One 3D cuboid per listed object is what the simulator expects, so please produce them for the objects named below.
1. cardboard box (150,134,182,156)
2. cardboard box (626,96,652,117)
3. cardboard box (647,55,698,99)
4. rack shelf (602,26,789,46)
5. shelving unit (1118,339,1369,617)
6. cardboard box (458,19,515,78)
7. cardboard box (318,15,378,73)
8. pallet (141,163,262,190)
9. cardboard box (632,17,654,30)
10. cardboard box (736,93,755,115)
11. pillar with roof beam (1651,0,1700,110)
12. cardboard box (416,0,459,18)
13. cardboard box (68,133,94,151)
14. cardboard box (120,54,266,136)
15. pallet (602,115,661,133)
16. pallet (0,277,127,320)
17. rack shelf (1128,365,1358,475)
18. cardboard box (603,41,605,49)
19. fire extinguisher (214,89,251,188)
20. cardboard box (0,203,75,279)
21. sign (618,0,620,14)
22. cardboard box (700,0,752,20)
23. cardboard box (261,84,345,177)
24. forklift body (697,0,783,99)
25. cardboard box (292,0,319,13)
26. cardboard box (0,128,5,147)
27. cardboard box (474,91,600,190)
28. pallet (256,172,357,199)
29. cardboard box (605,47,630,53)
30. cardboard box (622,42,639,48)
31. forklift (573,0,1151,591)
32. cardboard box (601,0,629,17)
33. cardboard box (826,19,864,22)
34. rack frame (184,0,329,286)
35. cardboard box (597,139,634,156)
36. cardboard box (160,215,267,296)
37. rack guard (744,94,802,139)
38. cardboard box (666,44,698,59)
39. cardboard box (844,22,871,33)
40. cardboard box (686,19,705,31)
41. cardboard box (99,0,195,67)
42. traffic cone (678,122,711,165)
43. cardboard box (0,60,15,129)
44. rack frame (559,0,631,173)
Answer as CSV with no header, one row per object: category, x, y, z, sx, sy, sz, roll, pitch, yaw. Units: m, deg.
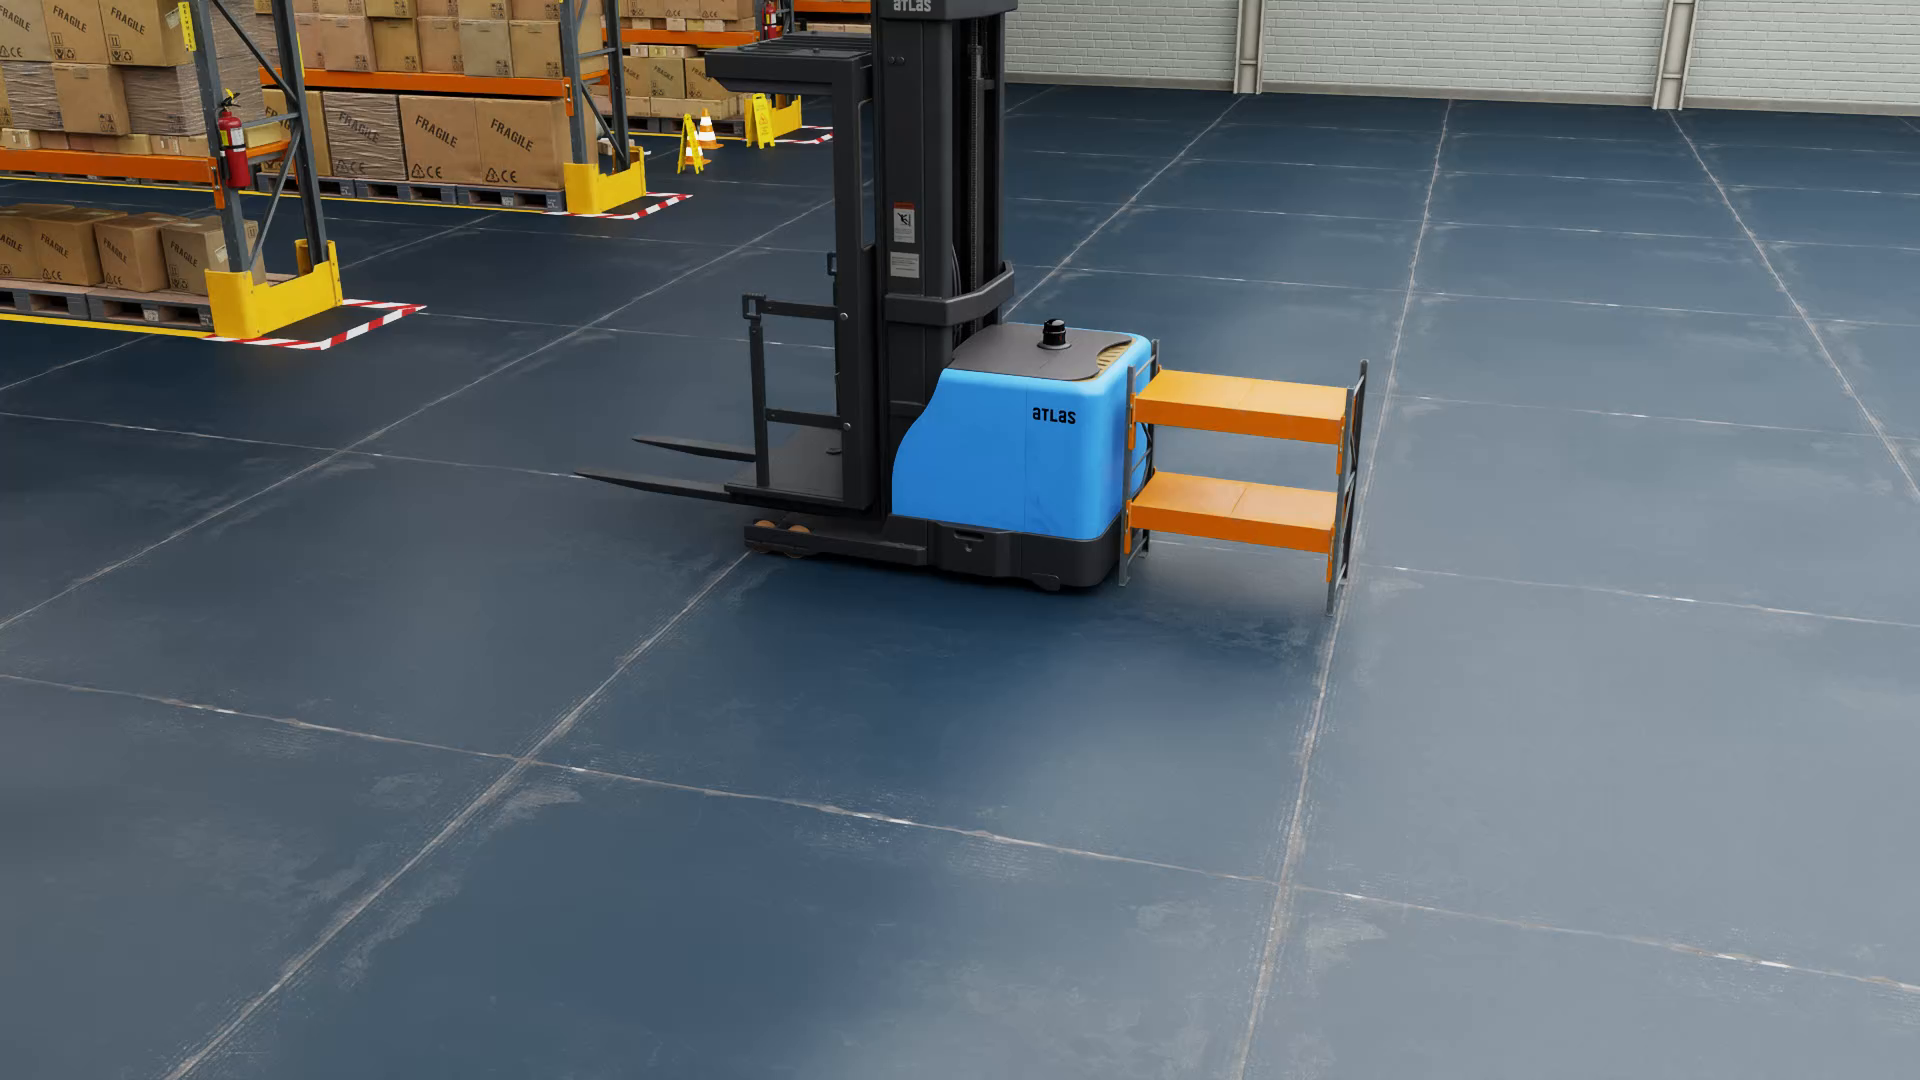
cardboard box,-5.791,-2.972,12.393,0.250,0.149,0.380,7,23,16
cardboard box,-4.205,-5.733,21.863,0.500,0.250,0.500,6,23,14
cardboard box,-3.700,-6.023,21.582,0.500,0.500,0.500,7,23,17
rack shelf,-4.272,-6.591,21.833,4.000,0.370,1.077,7,23,16
shelving unit,1.361,-0.314,8.053,1.048,1.125,0.538,8,24,19
cardboard box,-4.591,-5.041,16.909,0.550,0.550,0.875,7,23,16
cardboard box,-6.147,-5.213,17.328,0.550,0.550,0.875,7,23,16
pallet,-8.280,-4.101,18.489,1.213,0.211,1.003,7,23,16
cardboard box,-4.021,-6.666,21.400,0.250,0.149,0.380,6,23,15
cardboard box,-3.049,-5.816,22.065,0.500,0.250,0.500,6,23,15
pillar with roof beam,8.912,-8.808,18.386,0.400,9.000,9.100,7,23,16
cardboard box,-5.084,-5.656,16.986,0.550,0.550,0.875,7,23,16
cardboard box,-6.507,-3.056,12.598,0.250,0.149,0.380,7,23,16
cardboard box,-5.738,-3.358,12.480,0.500,0.500,0.875,7,23,16
pallet,-4.361,-5.659,22.288,1.213,0.211,1.003,7,23,16
pallet,-7.224,-2.059,13.510,1.213,0.211,1.003,7,23,16
rack shelf,1.361,-0.585,7.942,1.000,0.278,0.538,8,24,19
cardboard box,-4.846,-6.430,21.720,0.250,0.149,0.380,8,24,19
fire extinguisher,-5.243,-2.888,11.960,0.183,0.674,0.296,7,23,16
cardboard box,-7.510,-2.422,13.463,0.500,0.500,0.500,4,23,11
sign,-3.524,-5.533,17.062,0.005,0.325,0.100,7,23,16
cardboard box,-2.956,-6.848,20.988,0.500,0.500,0.500,6,23,15
cardboard box,-6.937,-4.450,17.913,0.875,0.875,0.875,7,23,16
forklift body,-3.269,-7.661,24.612,1.214,2.155,2.313,7,23,16
cardboard box,-6.616,-5.831,17.413,0.550,0.550,0.875,7,23,16
cardboard box,-7.238,-3.123,12.762,0.250,0.149,0.380,7,23,16
cardboard box,-4.358,-4.157,17.197,0.875,0.875,0.875,7,23,16
pallet,-6.814,-3.932,18.077,1.213,0.211,1.003,7,23,15
cardboard box,-4.566,-6.334,22.341,0.500,0.500,0.500,8,24,18
cardboard box,-5.259,-8.096,27.129,0.625,0.625,0.875,8,24,18
forklift,-0.583,-1.439,8.416,3.031,2.935,1.130,8,24,19
cardboard box,-4.392,-7.023,21.415,0.500,0.500,0.500,7,23,16
cardboard box,-1.811,-8.068,26.239,0.500,0.250,0.500,7,23,16
rack frame,-5.219,-3.104,12.385,0.127,3.000,1.000,7,23,16
cardboard box,-4.194,-4.795,20.264,0.380,0.149,0.250,-20,29,-39
cardboard box,-5.812,-2.216,12.961,0.500,0.500,0.500,11,25,25
rack guard,-2.430,-5.556,21.657,0.348,0.500,1.175,7,23,16
cardboard box,-3.570,-6.283,21.361,0.250,0.149,0.380,7,23,17
cardboard box,-1.458,-7.830,25.659,0.500,0.250,0.500,7,23,17
cardboard box,-3.290,-6.575,21.177,0.250,0.149,0.380,6,23,15
cardboard box,-5.817,-3.721,12.048,0.500,0.500,0.500,7,23,16
traffic cone,-3.136,-4.669,19.542,0.334,0.463,0.336,7,23,16
cardboard box,-7.193,-3.499,12.824,0.500,0.500,0.875,7,23,16
rack frame,-3.690,-4.895,16.751,0.127,3.000,1.000,7,23,16
